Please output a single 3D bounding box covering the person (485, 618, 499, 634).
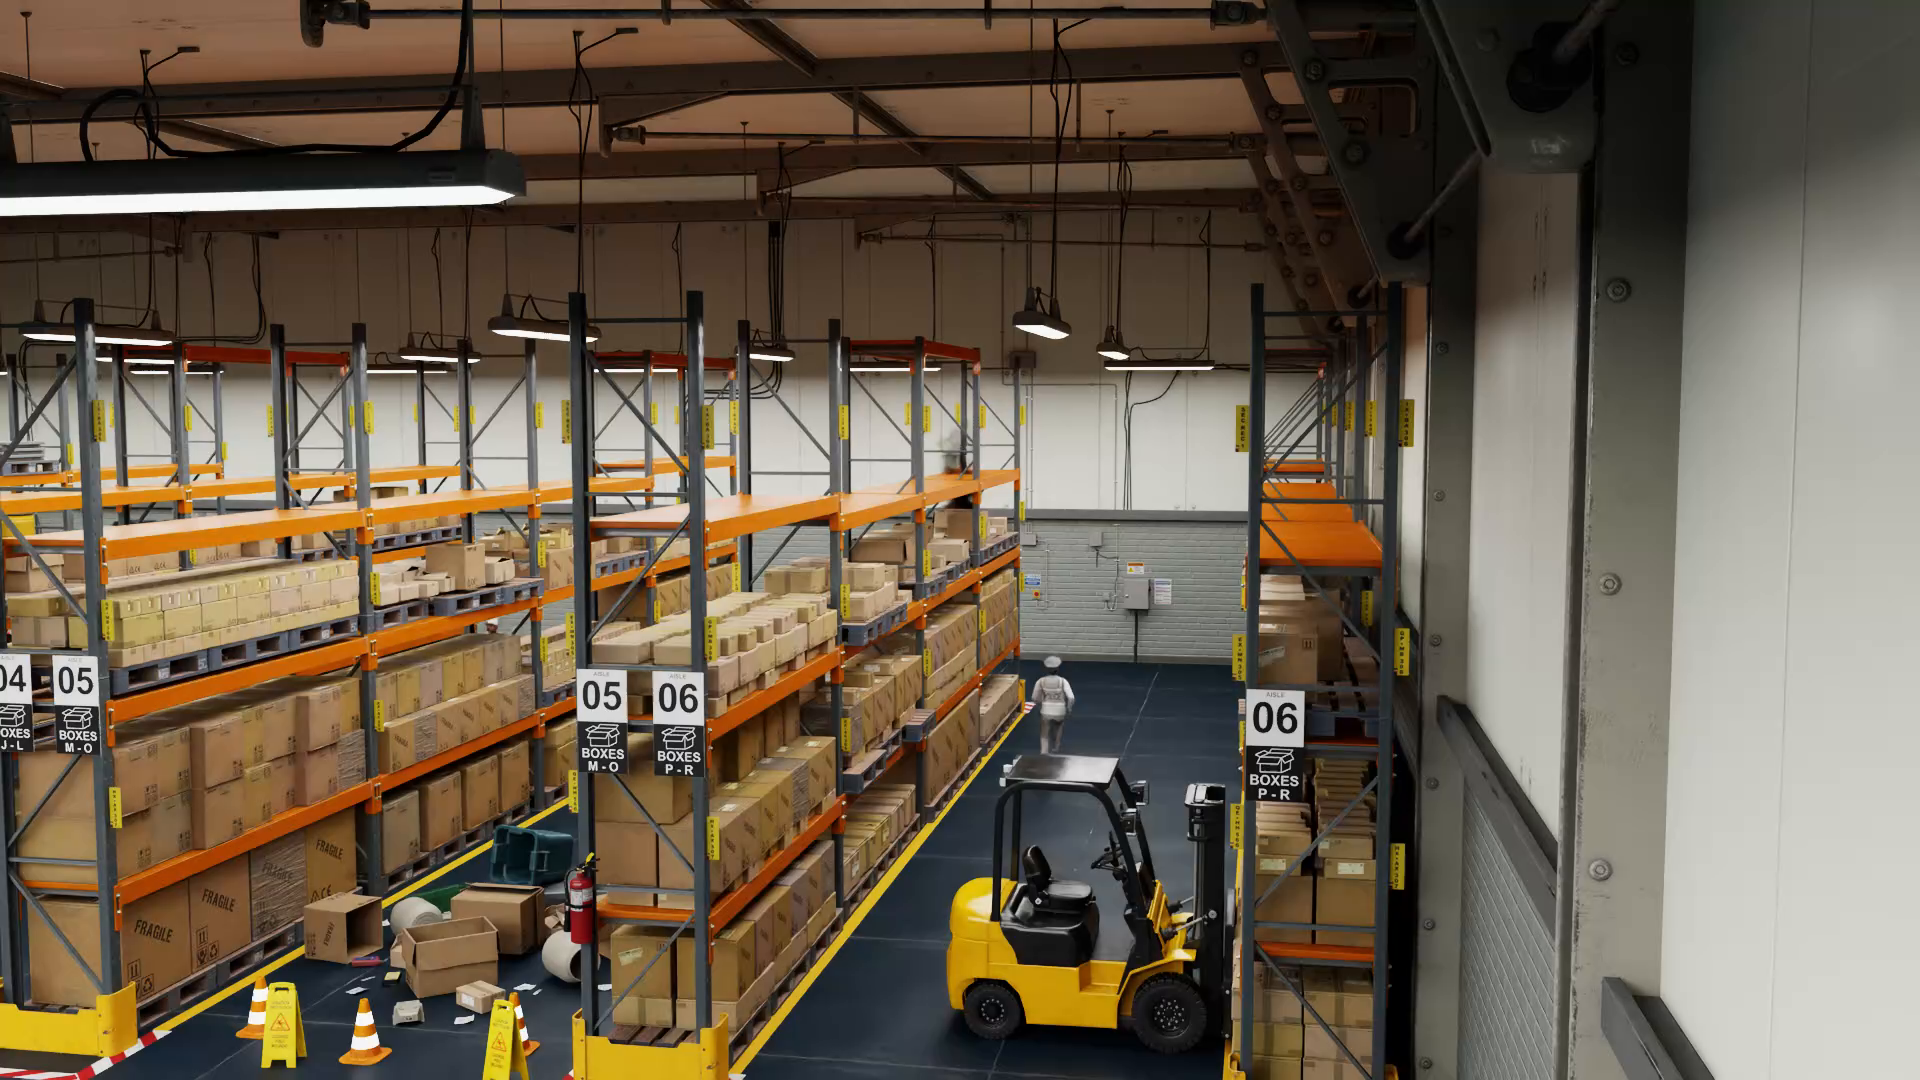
[{"bbox_3d":[-7.652,2.121,27.216,0.740,1.721,0.606,1,5,7],"label":"person"}]

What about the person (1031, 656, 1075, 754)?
[{"bbox_3d":[1.312,2.412,23.361,0.624,1.574,0.820,1,5,9],"label":"person"}]
